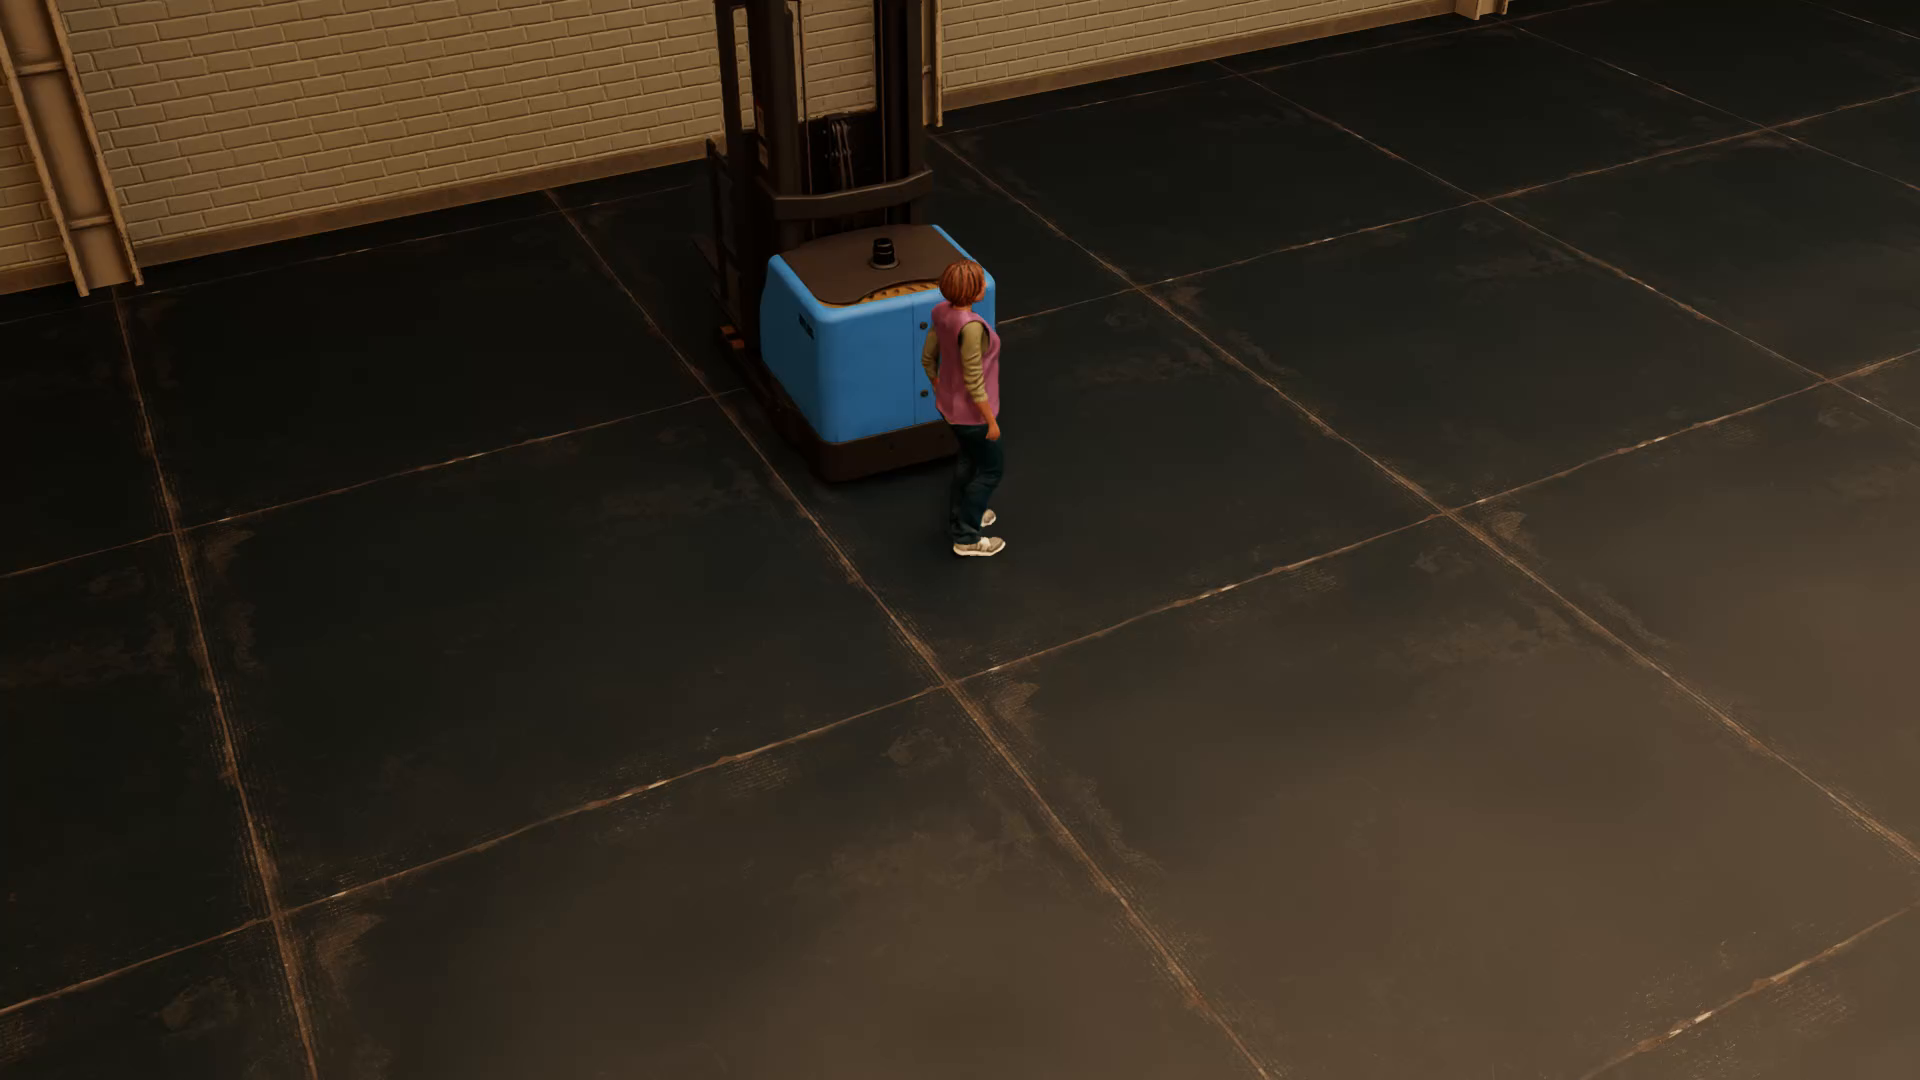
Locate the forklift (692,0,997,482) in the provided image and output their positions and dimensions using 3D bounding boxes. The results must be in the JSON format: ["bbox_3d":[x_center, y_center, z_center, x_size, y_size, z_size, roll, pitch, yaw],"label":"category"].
[{"bbox_3d":[-0.868,-2.352,9.450,1.130,2.935,3.031,-15,38,-20],"label":"forklift"}]

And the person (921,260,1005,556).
[{"bbox_3d":[0.070,-0.656,8.239,0.375,1.579,0.518,-17,39,-22],"label":"person"}]
